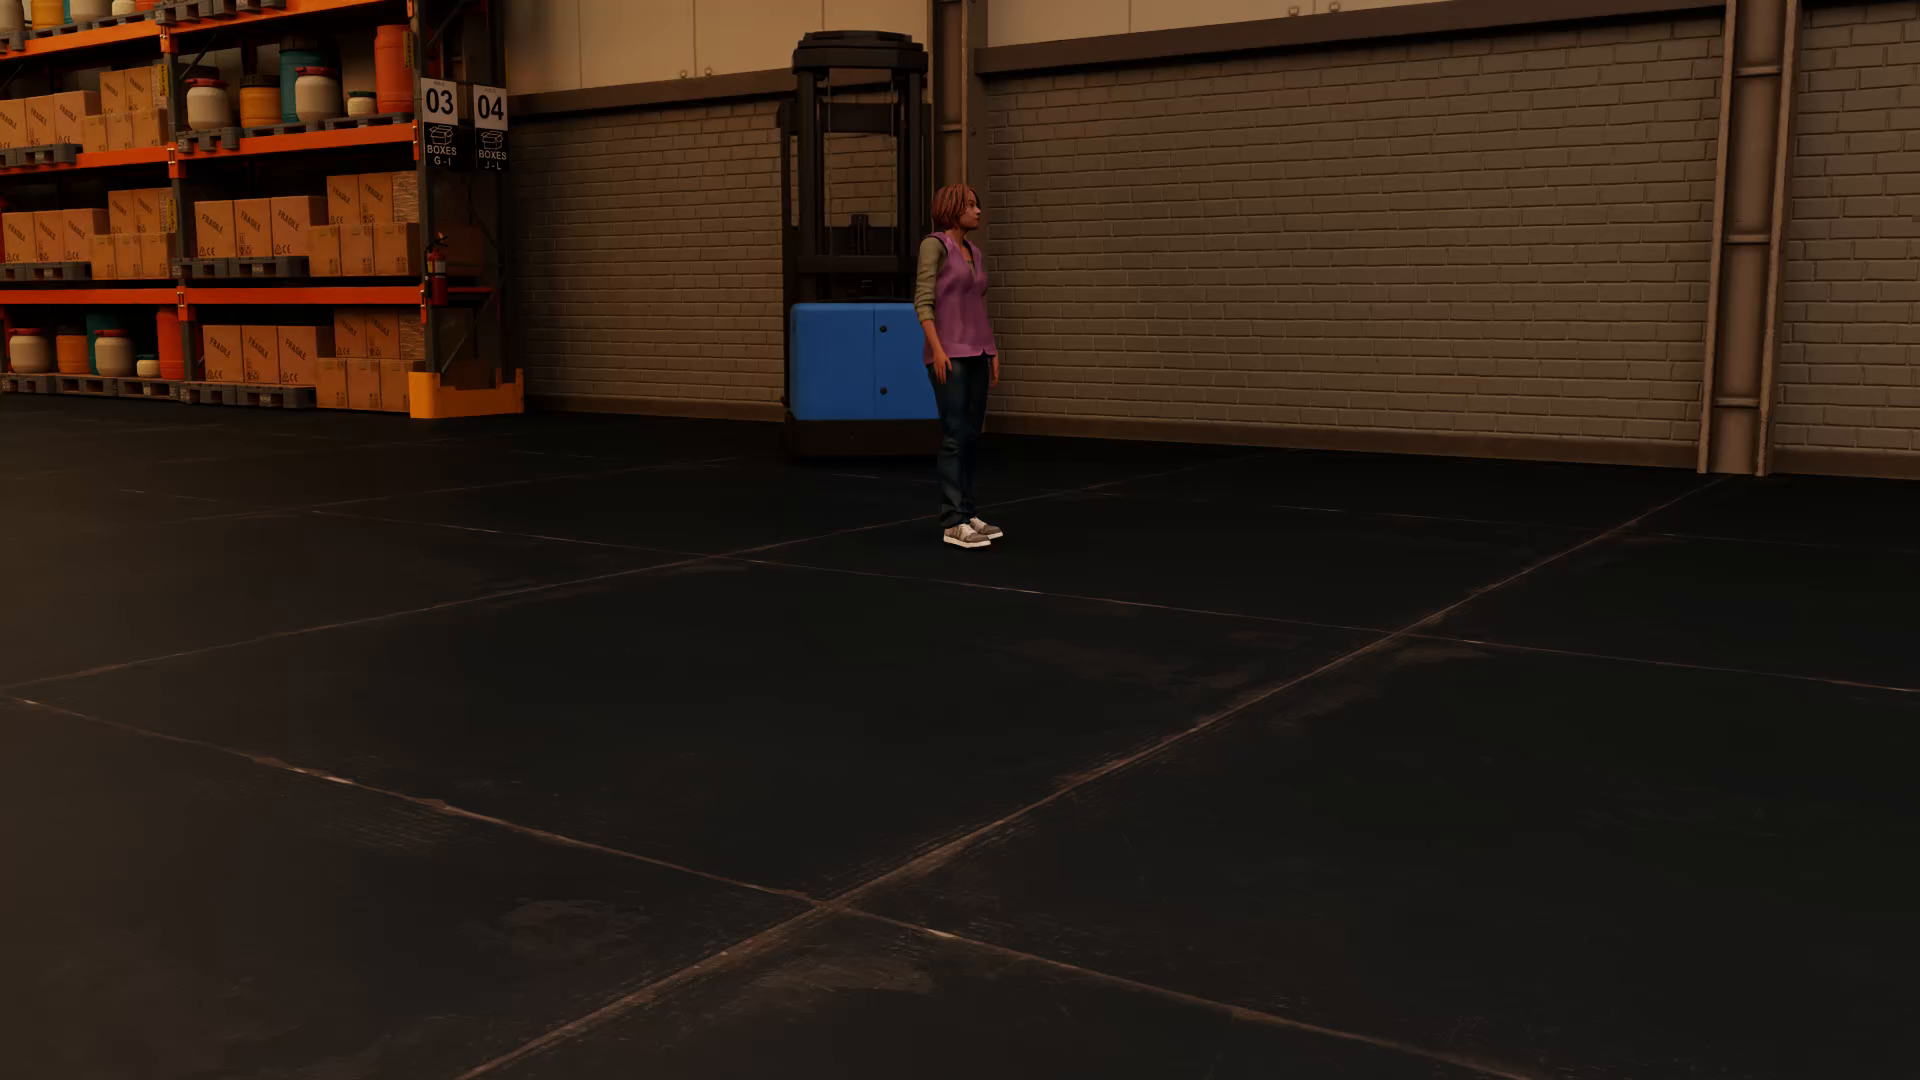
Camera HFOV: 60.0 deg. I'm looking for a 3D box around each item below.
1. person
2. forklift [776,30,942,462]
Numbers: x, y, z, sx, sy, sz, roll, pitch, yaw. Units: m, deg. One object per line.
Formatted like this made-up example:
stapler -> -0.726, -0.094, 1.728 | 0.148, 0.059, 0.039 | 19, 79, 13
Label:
person -> 0.053, -0.791, 7.438 | 0.476, 1.597, 0.520 | 5, 10, 34
forklift -> -0.781, -2.149, 12.305 | 1.130, 2.935, 3.031 | -1, 8, -8
